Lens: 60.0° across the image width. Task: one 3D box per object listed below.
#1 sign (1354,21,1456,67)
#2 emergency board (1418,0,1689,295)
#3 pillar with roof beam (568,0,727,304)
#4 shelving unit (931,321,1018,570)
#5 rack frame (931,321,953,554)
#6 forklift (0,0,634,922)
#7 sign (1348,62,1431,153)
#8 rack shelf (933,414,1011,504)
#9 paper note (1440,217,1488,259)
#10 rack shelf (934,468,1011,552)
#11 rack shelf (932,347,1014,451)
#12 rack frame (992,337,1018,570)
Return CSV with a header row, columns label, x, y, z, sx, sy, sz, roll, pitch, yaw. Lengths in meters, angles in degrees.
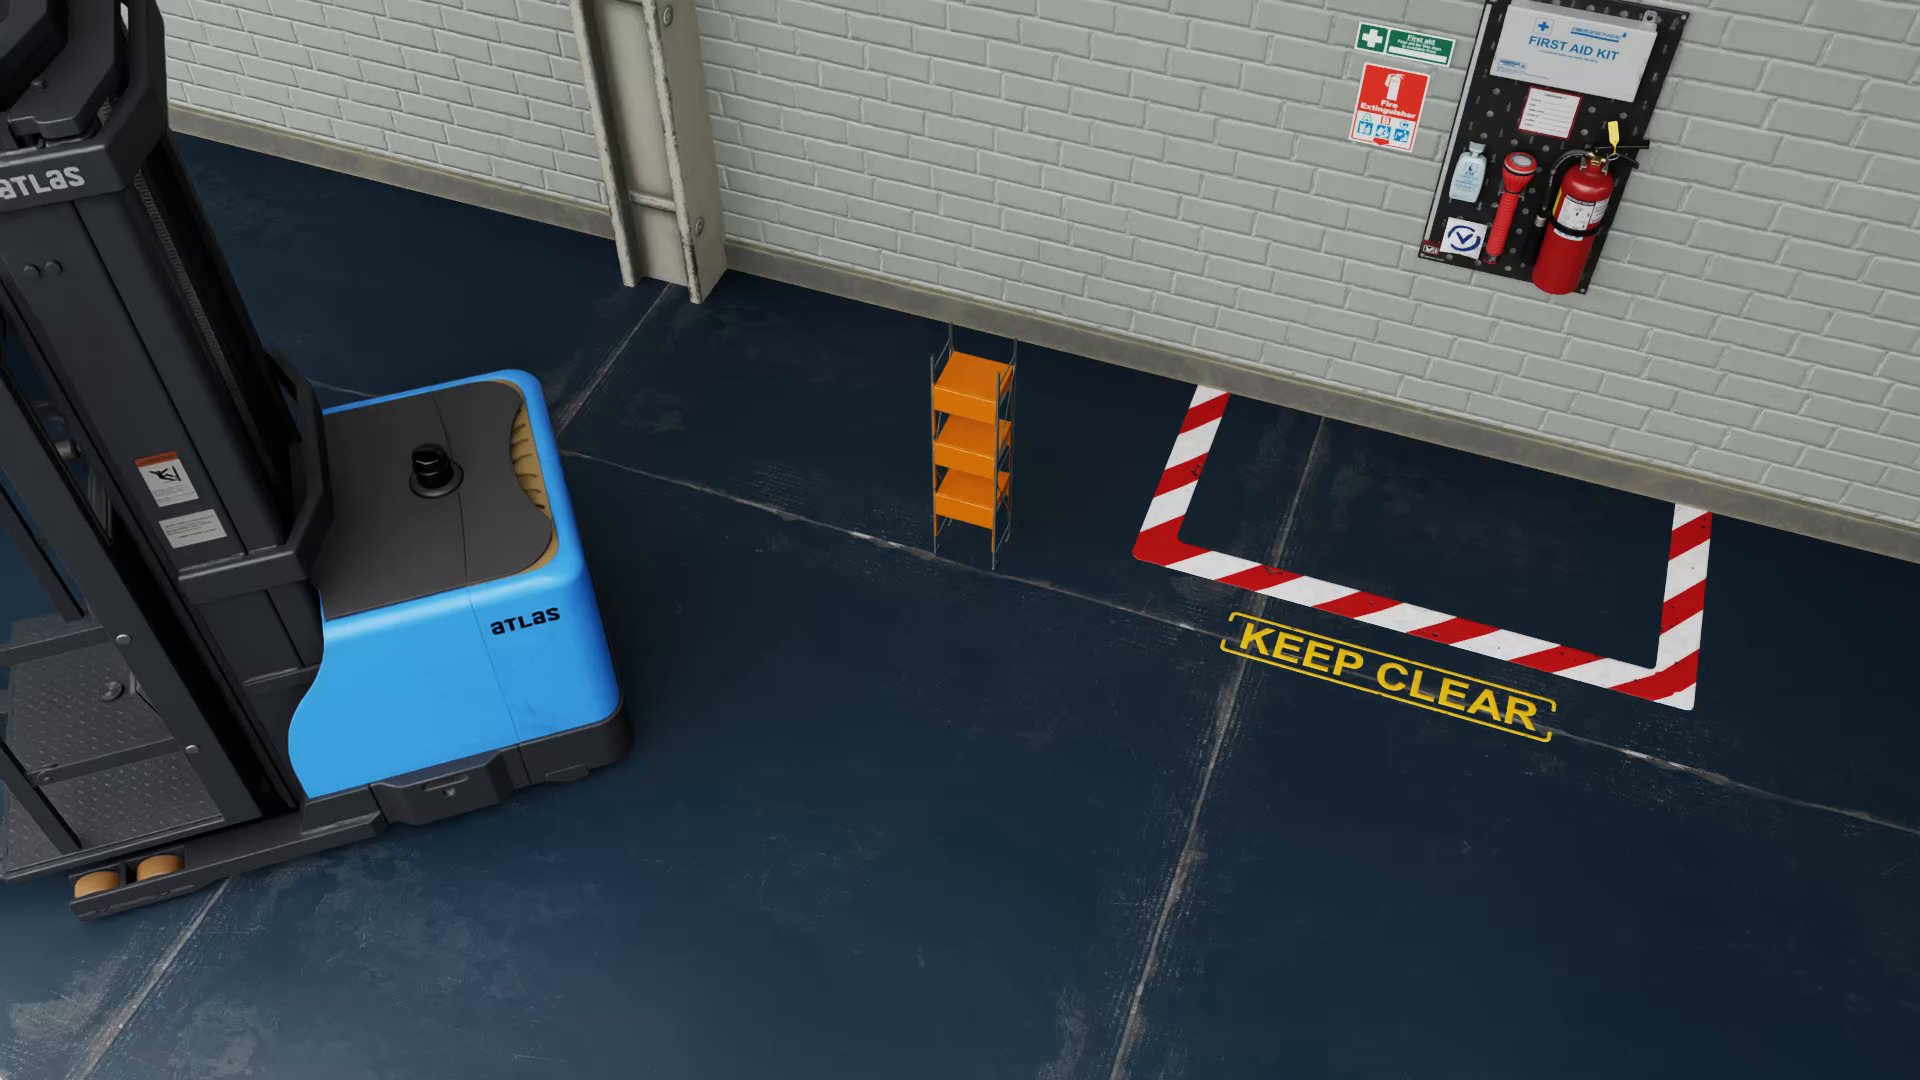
label,x,y,z,sx,sy,sz,roll,pitch,yaw
sign,1.534,-1.711,5.740,0.331,0.109,0.001,16,51,13
emergency board,2.016,-1.315,5.772,0.643,1.169,0.194,16,51,13
pillar with roof beam,-2.800,-1.126,1.637,0.400,9.000,9.100,16,51,13
shelving unit,0.050,-0.330,6.208,0.252,1.050,0.215,16,51,13
rack frame,-0.064,-0.362,6.235,0.008,1.050,0.200,16,51,13
forklift,-2.733,-0.161,4.816,3.031,2.935,1.130,-14,51,-12
sign,1.533,-1.545,5.947,0.234,0.329,0.001,16,51,13
rack shelf,0.050,-0.323,6.216,0.240,0.259,0.215,16,51,13
paper note,1.873,-1.122,6.187,0.142,0.148,0.016,16,51,13
rack shelf,0.050,-0.141,6.426,0.240,0.259,0.215,16,51,13
rack shelf,0.050,-0.509,6.001,0.240,0.259,0.215,16,51,13
rack frame,0.165,-0.298,6.180,0.008,1.050,0.200,16,51,13
